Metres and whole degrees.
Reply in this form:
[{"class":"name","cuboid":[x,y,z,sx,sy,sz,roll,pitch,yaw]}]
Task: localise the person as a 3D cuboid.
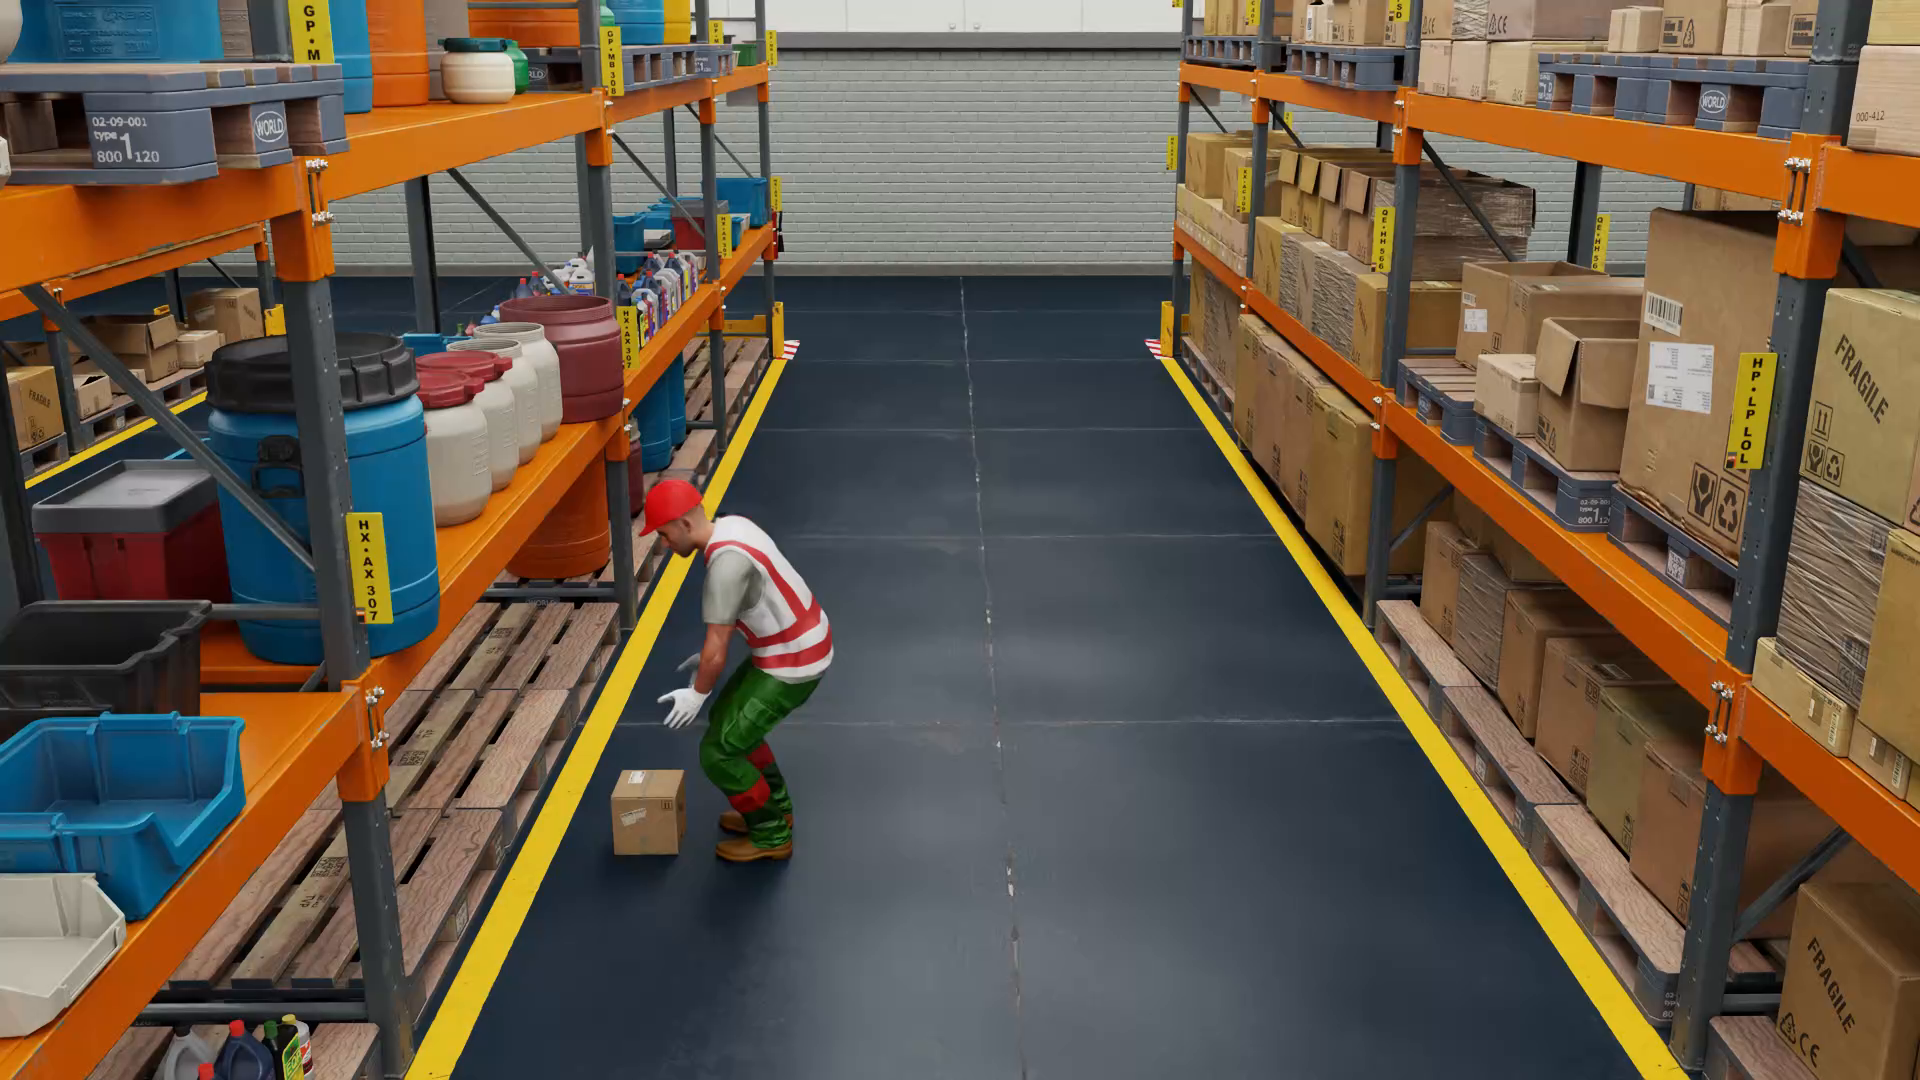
[{"class":"person","cuboid":[-0.849,0.523,6.384,0.749,1.442,0.583,0,17,-1]}]
